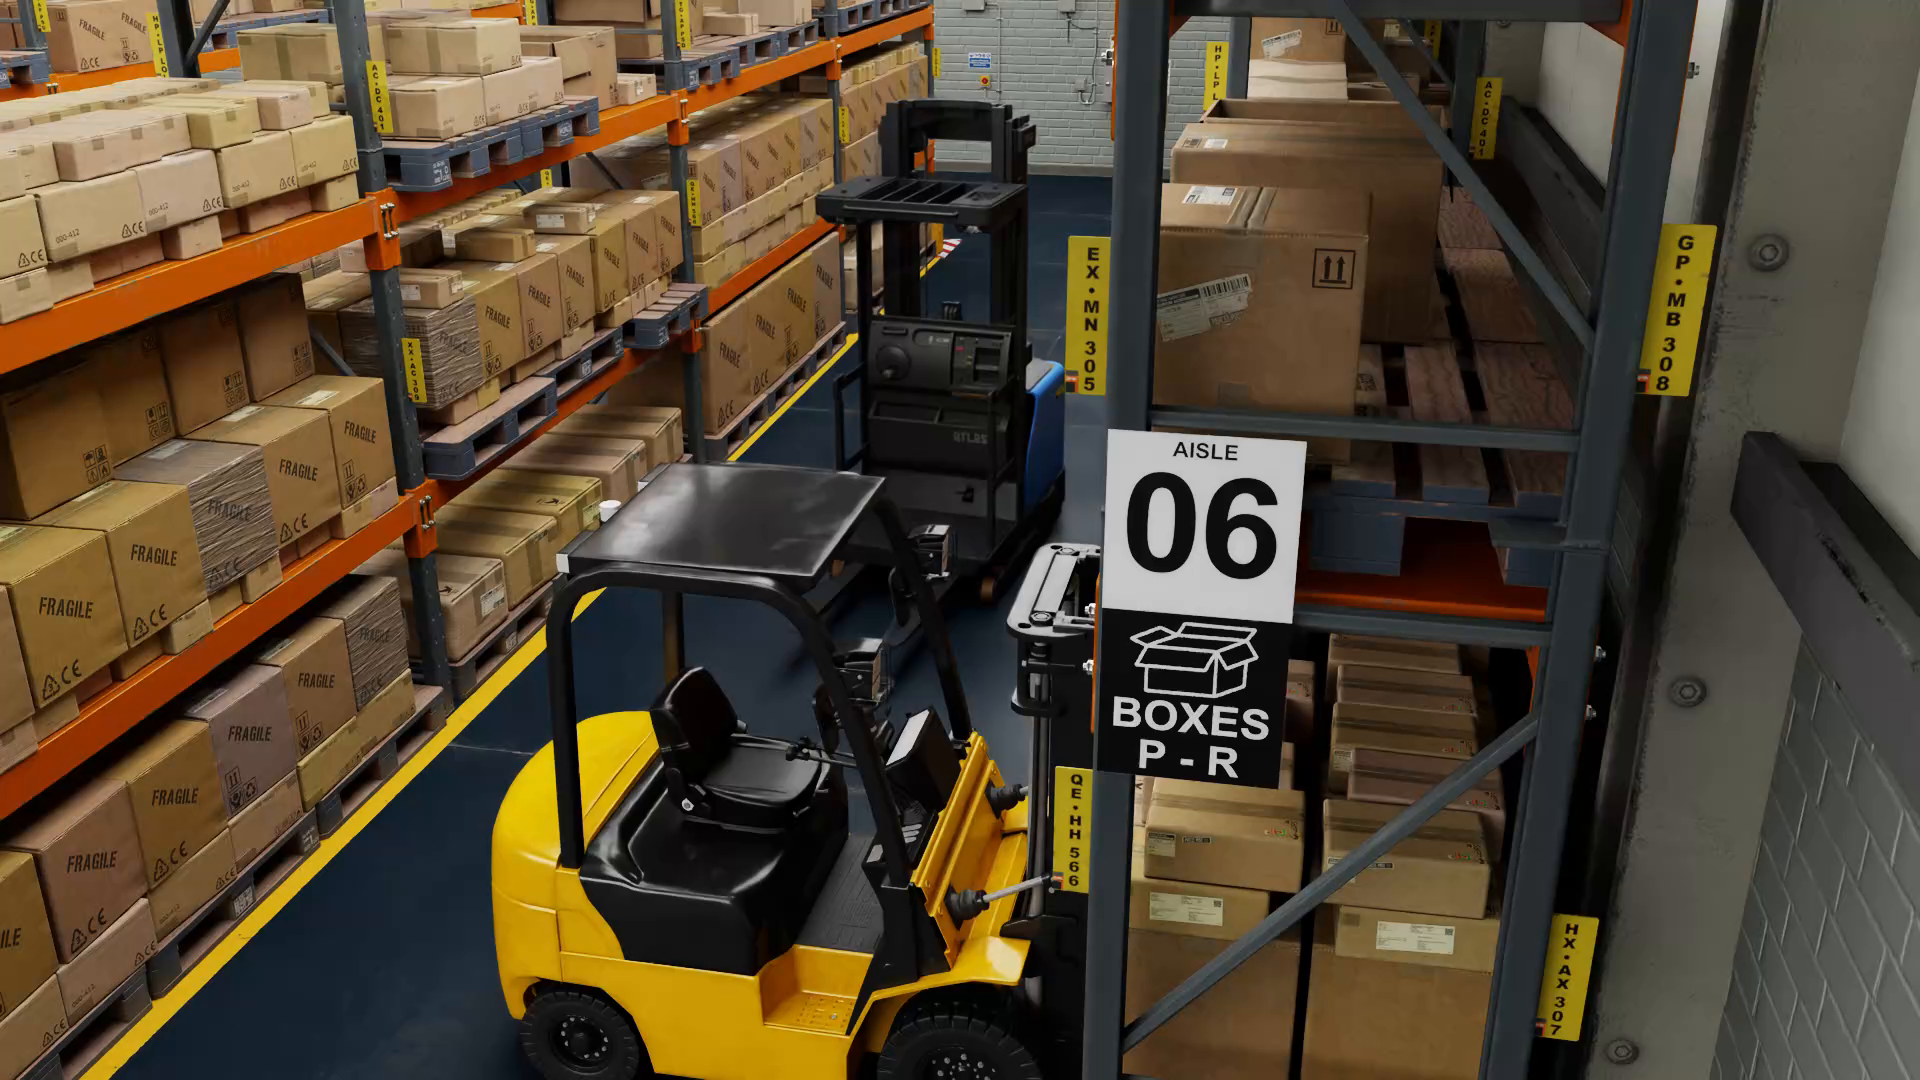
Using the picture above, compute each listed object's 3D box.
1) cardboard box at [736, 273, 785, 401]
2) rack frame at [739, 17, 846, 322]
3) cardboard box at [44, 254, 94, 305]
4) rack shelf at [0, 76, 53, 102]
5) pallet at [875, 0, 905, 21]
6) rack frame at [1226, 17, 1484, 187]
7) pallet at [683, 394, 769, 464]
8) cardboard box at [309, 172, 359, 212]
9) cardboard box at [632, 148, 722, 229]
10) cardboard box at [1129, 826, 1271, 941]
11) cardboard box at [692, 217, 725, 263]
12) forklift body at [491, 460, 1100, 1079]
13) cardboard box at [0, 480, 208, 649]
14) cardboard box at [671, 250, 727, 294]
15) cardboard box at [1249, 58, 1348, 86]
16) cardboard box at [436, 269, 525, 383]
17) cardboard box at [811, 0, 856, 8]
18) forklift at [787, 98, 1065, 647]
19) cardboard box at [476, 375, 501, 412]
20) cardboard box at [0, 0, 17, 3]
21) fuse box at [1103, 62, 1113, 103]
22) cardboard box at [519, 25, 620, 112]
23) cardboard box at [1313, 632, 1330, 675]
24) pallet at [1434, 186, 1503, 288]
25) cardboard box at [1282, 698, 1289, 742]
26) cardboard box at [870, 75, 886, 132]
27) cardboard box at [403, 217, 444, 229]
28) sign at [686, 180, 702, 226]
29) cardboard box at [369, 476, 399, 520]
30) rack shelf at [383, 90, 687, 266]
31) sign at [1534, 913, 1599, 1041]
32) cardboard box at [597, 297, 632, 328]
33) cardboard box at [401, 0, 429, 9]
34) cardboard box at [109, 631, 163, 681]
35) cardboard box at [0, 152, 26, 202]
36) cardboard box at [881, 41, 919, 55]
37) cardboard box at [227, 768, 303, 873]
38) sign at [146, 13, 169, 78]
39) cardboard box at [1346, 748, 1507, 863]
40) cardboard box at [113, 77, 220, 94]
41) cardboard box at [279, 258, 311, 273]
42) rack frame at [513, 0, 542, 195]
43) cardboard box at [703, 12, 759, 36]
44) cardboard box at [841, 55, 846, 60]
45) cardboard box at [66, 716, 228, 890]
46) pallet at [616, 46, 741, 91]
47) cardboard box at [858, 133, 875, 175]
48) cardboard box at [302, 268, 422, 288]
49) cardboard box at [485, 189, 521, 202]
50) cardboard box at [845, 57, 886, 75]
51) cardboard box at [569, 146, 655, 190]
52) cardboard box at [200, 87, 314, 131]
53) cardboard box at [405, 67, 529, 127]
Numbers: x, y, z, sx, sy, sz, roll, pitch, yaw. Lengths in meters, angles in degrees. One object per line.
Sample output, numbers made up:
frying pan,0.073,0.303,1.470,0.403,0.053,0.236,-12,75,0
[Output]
cardboard box,-2.026,-1.724,13.900,0.875,0.875,0.875,5,22,12
rack frame,-1.618,-3.405,15.793,1.000,3.000,0.127,4,22,11
cardboard box,-3.407,-0.960,6.043,0.380,0.149,0.250,4,22,9
rack shelf,-7.709,-2.609,10.764,1.077,0.370,4.000,4,22,11
pallet,-1.190,-5.499,17.095,1.003,0.211,1.213,4,22,11
rack frame,1.610,-2.885,6.471,1.000,3.000,0.127,4,22,11
pallet,-2.199,-0.931,13.383,1.003,0.211,1.213,4,22,11
cardboard box,-3.016,-1.615,7.670,0.380,0.149,0.250,5,22,11
cardboard box,-2.094,-2.614,12.357,0.500,0.500,0.500,4,22,9
cardboard box,0.590,0.865,4.188,0.380,0.149,0.250,5,22,12
cardboard box,-2.089,-2.271,12.509,0.500,0.250,0.500,4,22,11
forklift body,-0.606,0.922,6.186,2.313,2.155,1.214,4,22,11
cardboard box,-3.397,0.084,6.597,0.500,0.500,0.500,4,22,10
cardboard box,-2.088,-2.032,12.585,0.500,0.250,0.500,4,22,10
cardboard box,1.675,-2.257,8.352,0.500,0.311,0.500,4,22,9
cardboard box,-2.772,-1.191,9.202,0.500,0.500,0.500,5,22,11
cardboard box,-1.292,-5.283,15.611,0.500,0.500,0.500,5,22,12
forklift,-0.196,-1.137,10.253,1.130,2.935,3.031,7,23,17
cardboard box,-2.769,-0.826,9.164,0.380,0.149,0.250,5,22,12
cardboard box,-7.472,-4.243,12.700,0.396,0.266,0.258,4,22,11
fuse box,2.353,-6.121,24.261,0.539,1.711,0.414,4,22,11
cardboard box,-2.637,-3.034,10.723,0.700,0.500,0.500,4,22,11
cardboard box,1.461,0.594,5.730,0.500,0.500,0.500,5,22,12
pallet,1.461,-1.139,6.269,1.003,0.211,1.213,4,22,11
cardboard box,0.707,0.538,4.602,0.380,0.149,0.250,5,22,12
cardboard box,-1.059,-4.442,16.895,0.500,0.500,0.500,5,22,12
cardboard box,-5.956,-3.486,18.452,0.380,0.149,0.250,4,22,9
sign,-1.901,-2.405,11.865,0.100,0.325,0.005,4,22,11
cardboard box,-3.017,-0.222,8.226,0.380,0.149,0.250,4,22,10
rack shelf,-2.842,-2.268,9.918,1.077,0.370,4.000,4,22,11
sign,1.336,0.967,3.673,0.100,0.325,0.005,4,22,11
cardboard box,-2.364,-1.490,10.813,0.380,0.149,0.250,5,22,12
cardboard box,-5.913,-5.589,17.402,0.500,0.250,0.500,5,23,13
cardboard box,-3.429,0.426,6.618,0.380,0.149,0.250,4,22,9
cardboard box,-3.433,-1.229,5.644,0.380,0.149,0.250,5,22,12
cardboard box,-0.679,-5.532,18.735,0.380,0.149,0.250,5,22,12
cardboard box,-3.315,1.219,7.429,0.500,0.250,0.500,5,22,12
sign,-3.794,-2.334,7.900,0.100,0.325,0.005,4,22,11
cardboard box,1.187,0.676,4.259,0.380,0.149,0.250,5,23,13
cardboard box,-3.634,-2.034,7.642,0.380,0.149,0.250,4,22,10
cardboard box,-6.507,-2.650,15.698,0.500,0.250,0.500,6,23,13
rack frame,-5.668,-5.208,20.270,1.000,3.000,0.127,4,22,11
cardboard box,-1.857,-4.180,13.452,0.380,0.166,0.250,6,23,15
cardboard box,-1.424,-5.097,17.653,0.380,0.149,0.250,5,22,11
cardboard box,-3.414,1.059,6.823,0.500,0.500,0.500,5,22,12
pallet,-2.355,-3.485,12.230,1.213,0.211,1.003,6,23,13
cardboard box,-1.159,-3.787,16.607,0.500,0.500,0.500,5,22,11
cardboard box,-3.281,-1.226,9.289,0.500,0.500,0.500,5,22,11
cardboard box,-5.528,-4.144,20.085,0.380,0.149,0.250,5,22,12
cardboard box,-0.970,-4.867,17.083,0.380,0.149,0.250,5,22,11
cardboard box,-2.585,-2.661,12.474,0.500,0.500,0.500,4,22,9
cardboard box,-3.079,-1.890,7.286,0.380,0.149,0.250,4,22,10
cardboard box,-2.636,-2.365,8.833,0.500,0.250,0.500,4,22,10
